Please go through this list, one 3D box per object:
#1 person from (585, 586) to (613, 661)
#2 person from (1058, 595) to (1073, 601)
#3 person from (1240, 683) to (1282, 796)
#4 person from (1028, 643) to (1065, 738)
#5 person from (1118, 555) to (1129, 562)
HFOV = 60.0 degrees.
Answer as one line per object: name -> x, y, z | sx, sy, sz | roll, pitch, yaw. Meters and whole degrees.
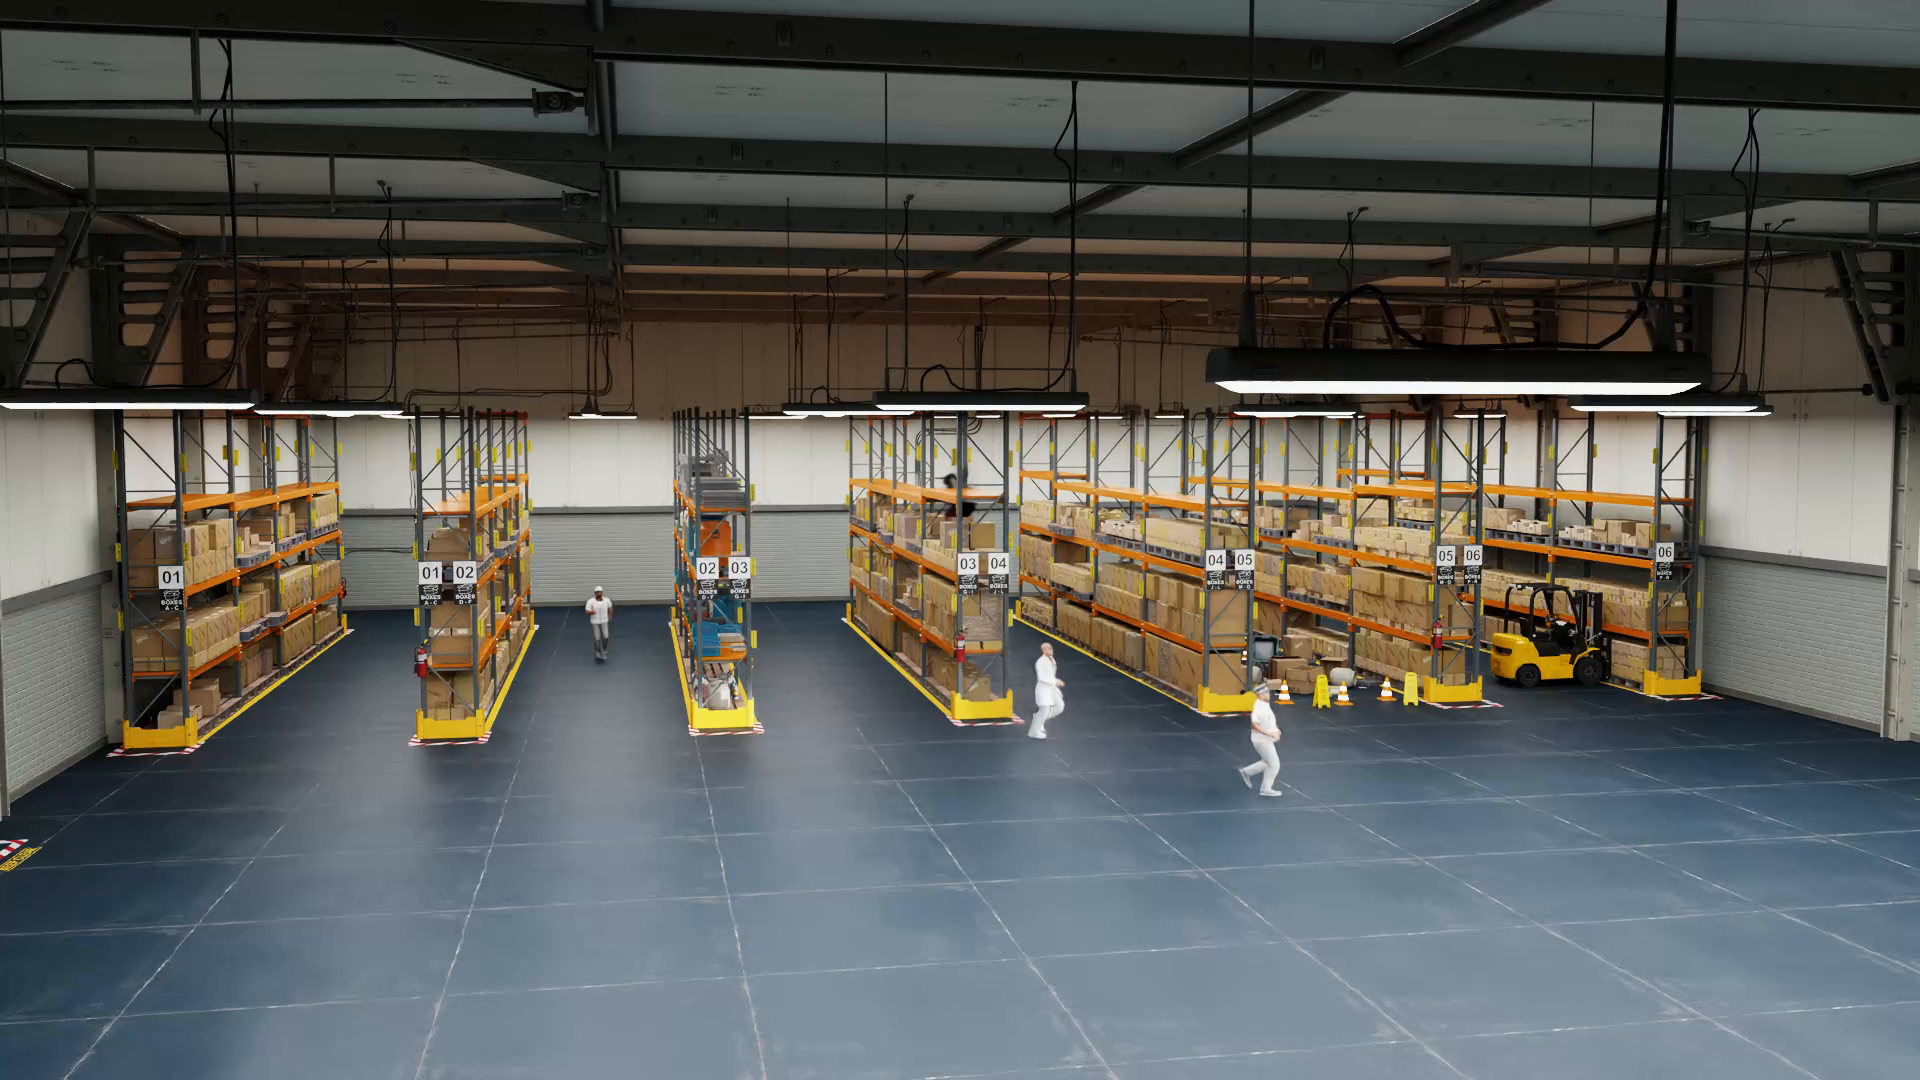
person -> -8.642, 2.011, 39.926 | 0.677, 1.795, 0.683 | -1, 4, -19
person -> 3.211, 1.341, 49.588 | 0.724, 1.778, 0.675 | -4, 5, -42
person -> 4.605, 3.043, 25.454 | 0.645, 1.733, 0.664 | 1, 4, 12
person -> 1.606, 2.714, 30.074 | 0.737, 1.731, 0.732 | 2, 5, 30
person -> 5.046, 1.236, 50.669 | 0.924, 1.834, 0.692 | 0, 4, -3
